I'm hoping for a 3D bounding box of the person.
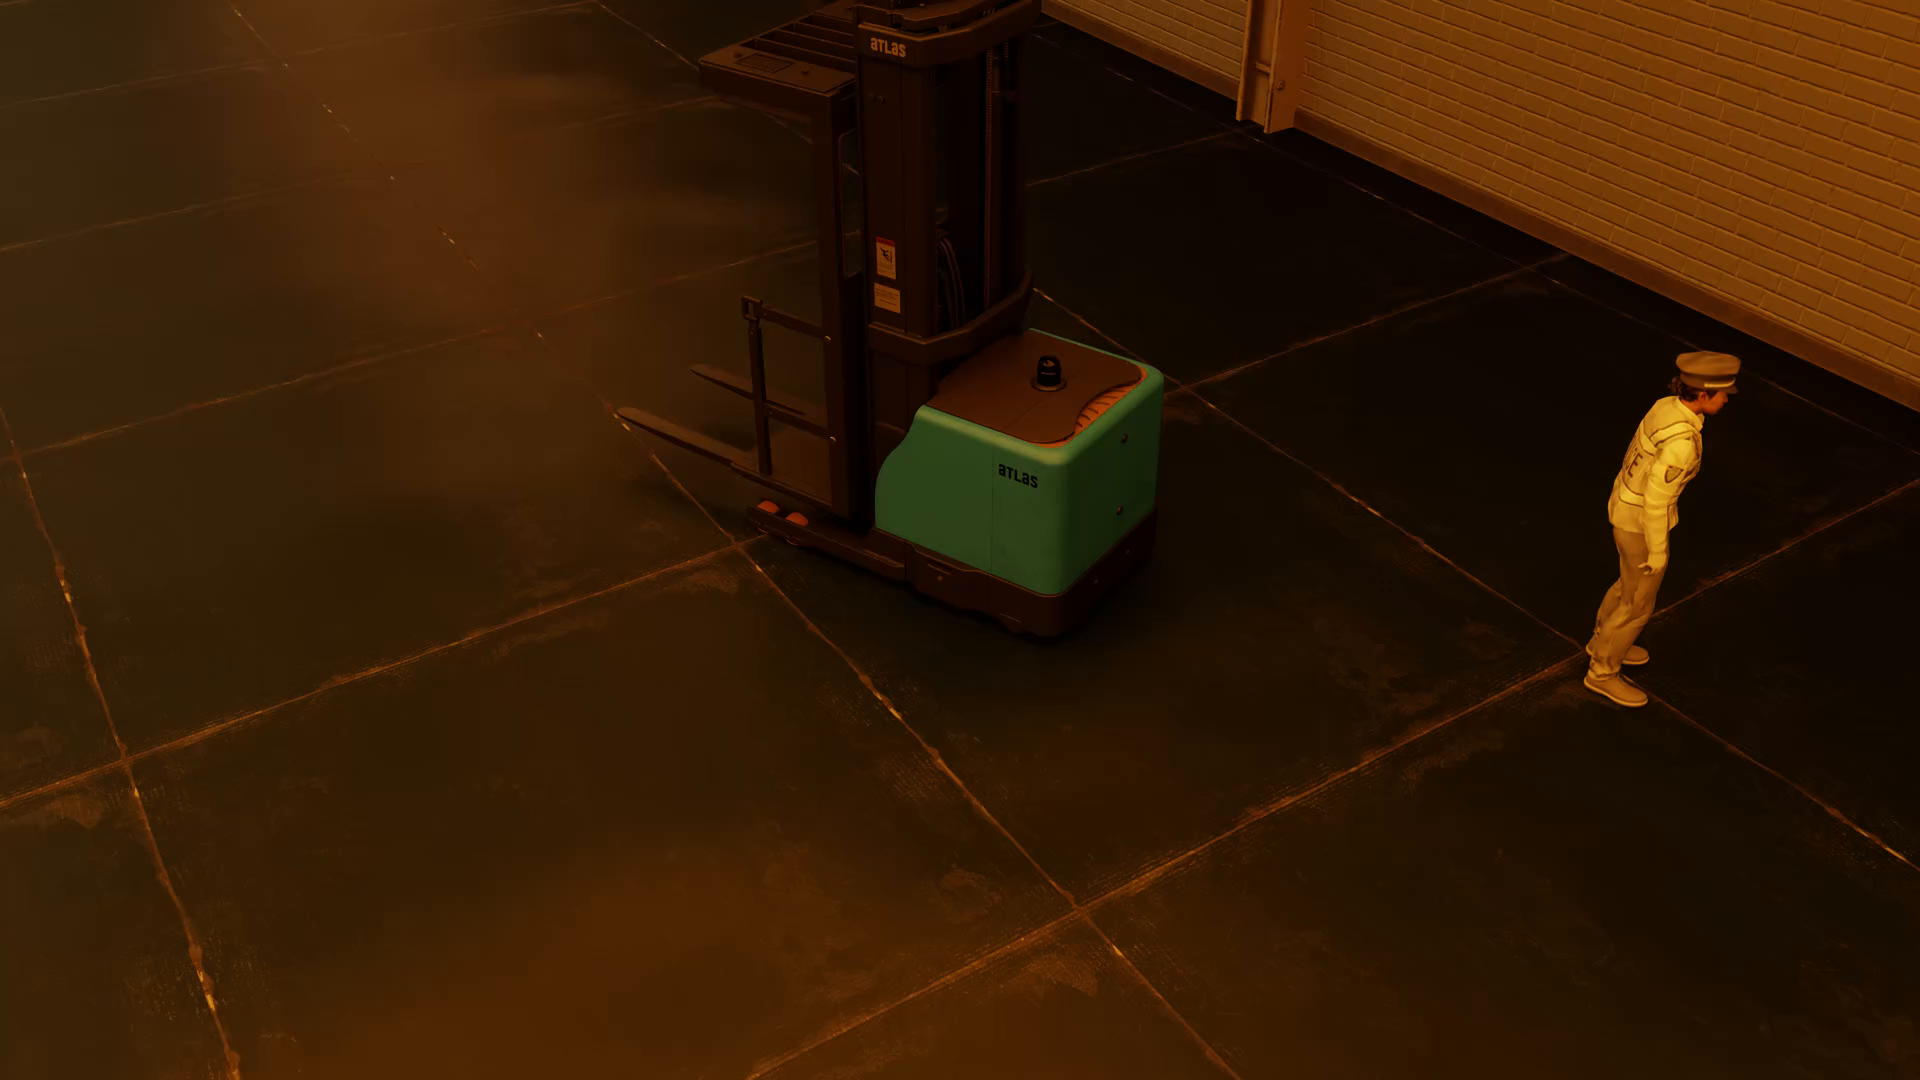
[{"bbox_3d":[3.055,-0.072,7.356,0.373,1.662,0.536,10,36,14],"label":"person"}]

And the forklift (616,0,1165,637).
[{"bbox_3d":[-0.500,-1.399,8.138,3.031,2.935,1.130,22,41,28],"label":"forklift"}]
